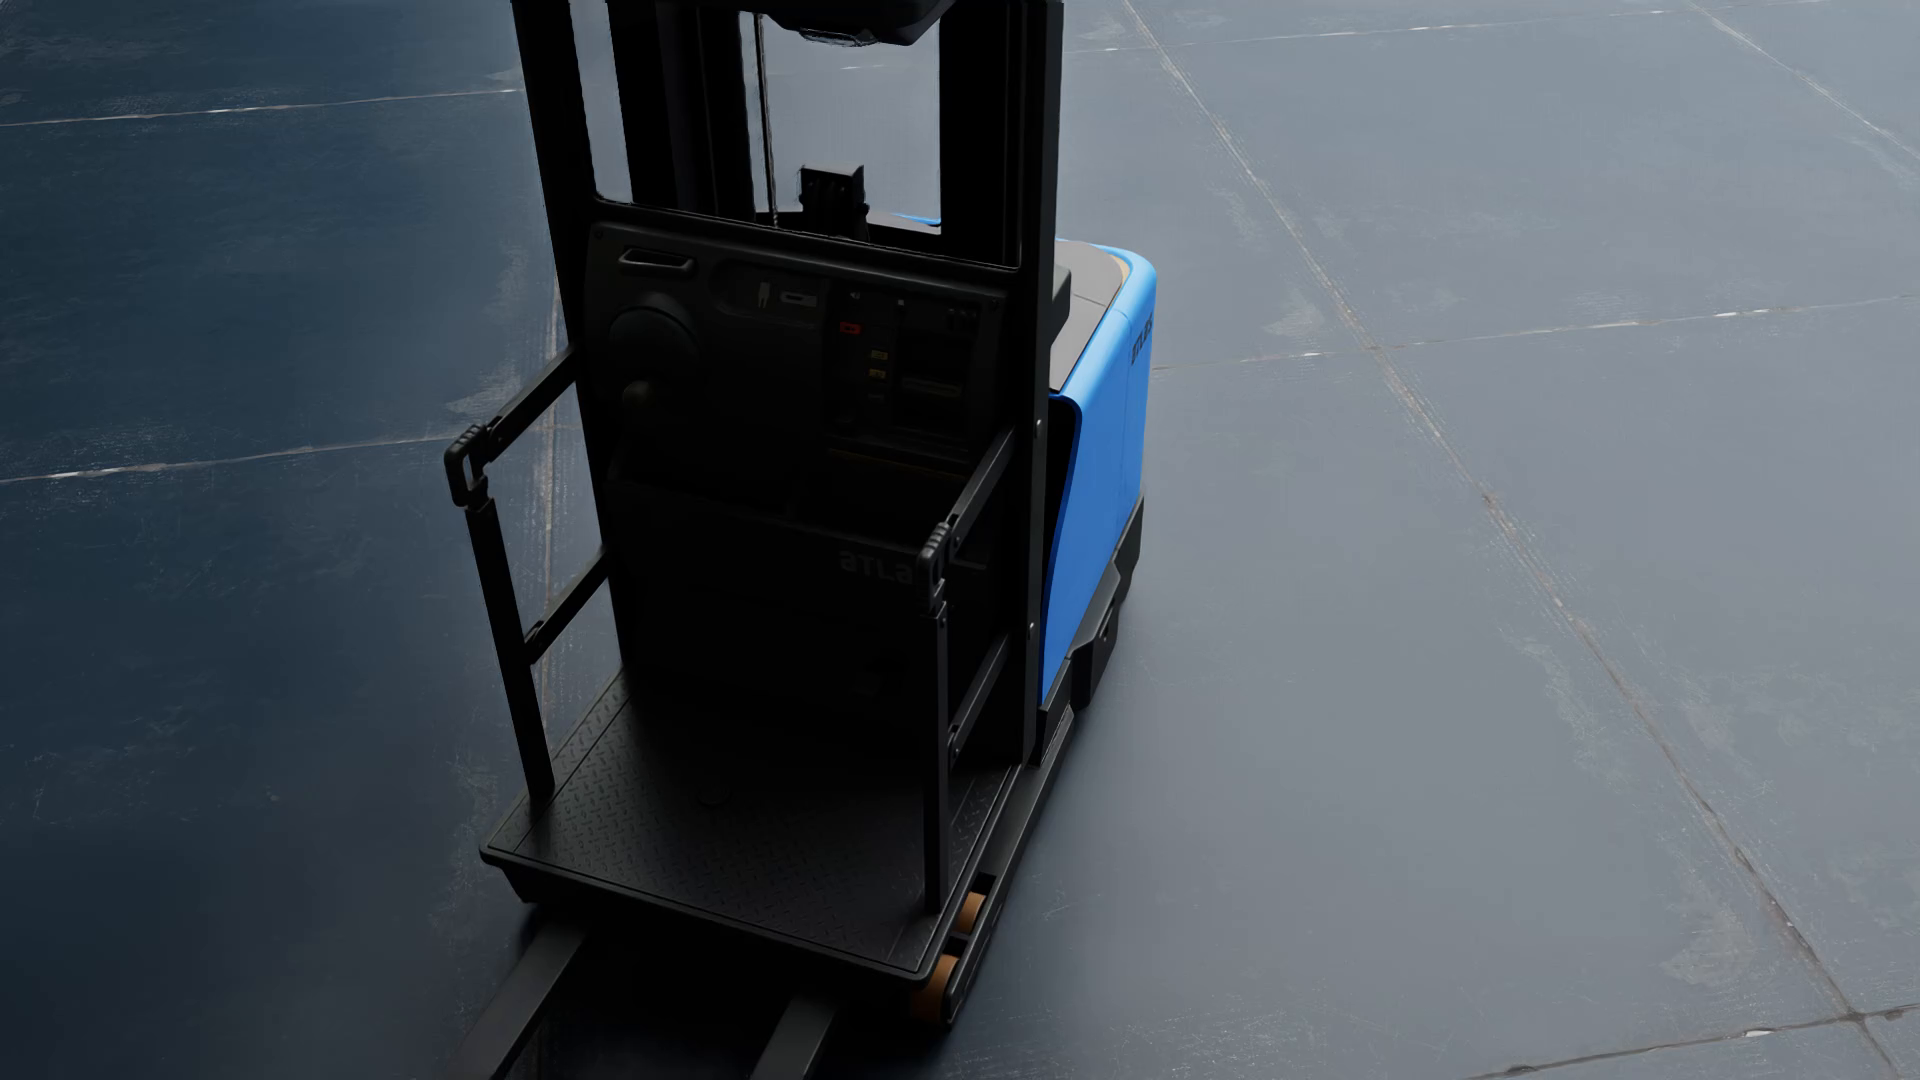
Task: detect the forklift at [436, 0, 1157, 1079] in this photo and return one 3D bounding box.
[{"bbox_3d":[-0.427,-0.336,3.293,1.130,2.935,3.031,12,40,15],"label":"forklift"}]
